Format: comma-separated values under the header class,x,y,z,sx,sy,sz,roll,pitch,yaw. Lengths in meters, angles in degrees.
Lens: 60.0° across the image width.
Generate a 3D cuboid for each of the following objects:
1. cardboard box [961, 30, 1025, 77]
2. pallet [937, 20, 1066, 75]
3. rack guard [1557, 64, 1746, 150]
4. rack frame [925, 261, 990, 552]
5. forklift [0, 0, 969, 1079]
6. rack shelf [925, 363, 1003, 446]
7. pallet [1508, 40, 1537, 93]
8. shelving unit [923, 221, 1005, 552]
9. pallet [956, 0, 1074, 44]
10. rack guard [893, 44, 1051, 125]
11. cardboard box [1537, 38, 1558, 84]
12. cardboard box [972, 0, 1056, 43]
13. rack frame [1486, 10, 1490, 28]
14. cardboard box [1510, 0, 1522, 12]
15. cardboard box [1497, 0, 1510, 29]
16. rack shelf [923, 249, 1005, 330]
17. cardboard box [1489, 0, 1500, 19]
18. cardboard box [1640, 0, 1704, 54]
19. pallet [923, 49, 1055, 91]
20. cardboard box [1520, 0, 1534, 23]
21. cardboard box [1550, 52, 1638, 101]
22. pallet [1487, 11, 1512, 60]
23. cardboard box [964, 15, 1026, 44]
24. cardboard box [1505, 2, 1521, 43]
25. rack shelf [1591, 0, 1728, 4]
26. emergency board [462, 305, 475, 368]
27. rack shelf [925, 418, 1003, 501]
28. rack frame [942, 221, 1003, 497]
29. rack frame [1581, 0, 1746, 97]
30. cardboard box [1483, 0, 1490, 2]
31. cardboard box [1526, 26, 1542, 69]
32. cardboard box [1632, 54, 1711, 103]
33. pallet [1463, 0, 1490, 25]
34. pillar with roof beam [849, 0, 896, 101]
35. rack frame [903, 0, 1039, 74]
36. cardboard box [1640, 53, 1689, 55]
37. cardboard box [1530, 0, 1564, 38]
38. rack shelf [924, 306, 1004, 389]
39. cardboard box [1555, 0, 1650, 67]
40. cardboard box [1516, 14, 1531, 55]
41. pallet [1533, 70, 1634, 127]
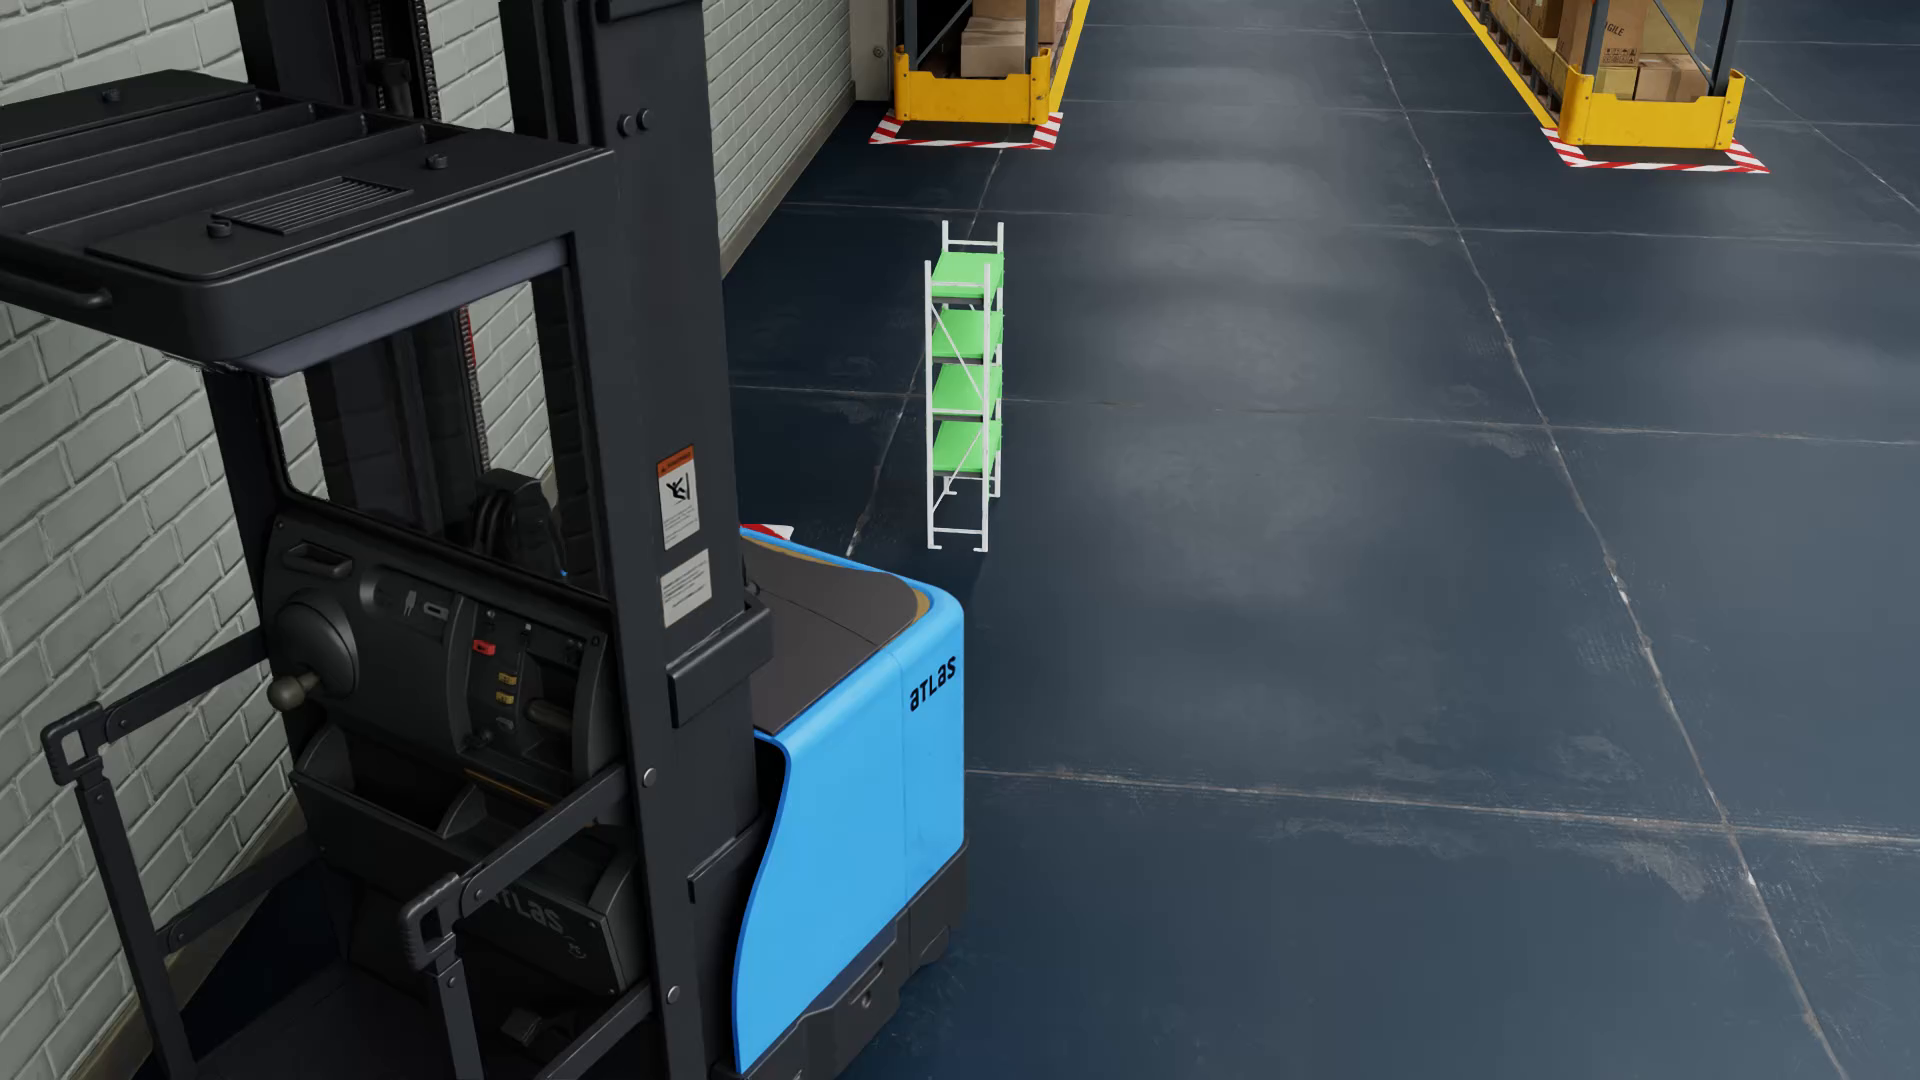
class,x,y,z,sx,sy,sz,roll,pitch,yaw
cardboard box,0.256,-3.870,13.141,0.500,0.311,0.500,0,28,0
pallet,0.378,-4.300,14.510,1.003,0.211,1.213,3,28,6
rack guard,4.996,-3.141,12.054,1.175,0.500,0.348,3,28,6
rack frame,-0.010,-0.491,6.397,0.240,1.200,0.015,3,28,6
forklift,-1.174,0.267,3.163,1.130,2.935,3.031,16,32,27
rack shelf,0.020,-0.550,6.640,0.258,0.148,0.480,3,28,6
pallet,5.203,-3.961,13.879,1.003,0.211,1.213,3,28,6
shelving unit,0.020,-0.606,6.610,0.258,1.200,0.503,3,28,6
pallet,0.525,-4.876,15.579,1.003,0.211,1.213,3,28,6
rack guard,0.091,-3.474,12.672,1.175,0.500,0.348,3,28,6
cardboard box,4.821,-3.733,12.973,0.500,0.250,0.500,3,28,6
cardboard box,0.466,-4.564,14.230,0.700,0.500,0.500,2,28,3
rack frame,5.489,-6.136,14.977,1.000,3.000,0.127,3,28,6
cardboard box,4.999,-4.770,14.106,0.500,0.500,0.500,3,28,6
cardboard box,5.065,-4.675,14.720,0.500,0.250,0.500,3,28,6
rack shelf,0.020,-0.972,6.413,0.258,0.148,0.480,3,28,6
cardboard box,5.131,-4.910,15.157,0.500,0.250,0.500,3,28,6
cardboard box,5.345,-4.033,12.738,0.500,0.500,0.500,3,28,6
pallet,0.226,-3.728,13.447,1.003,0.211,1.213,3,28,6
cardboard box,4.940,-4.534,13.669,0.500,0.500,0.500,3,28,6
cardboard box,4.771,-3.497,12.535,0.500,0.250,0.500,3,28,6
pallet,5.350,-4.536,14.948,1.003,0.211,1.213,3,28,6
cardboard box,0.326,-4.138,13.639,0.500,0.311,0.500,6,29,10
cardboard box,4.999,-4.439,14.284,0.500,0.250,0.500,3,28,6
rack shelf,5.244,-4.878,13.400,1.077,0.370,4.000,3,28,6
emergency board,-1.766,-0.934,5.320,0.194,1.169,0.643,3,28,6
rack shelf,0.020,-0.339,6.754,0.258,0.148,0.480,3,28,6
rack frame,0.050,-0.721,6.823,0.240,1.200,0.015,3,28,6
rack frame,4.999,-4.253,11.482,1.000,3.000,0.127,3,28,6
cardboard box,5.252,-5.322,15.923,0.500,0.250,0.500,3,28,6
cardboard box,4.880,-3.969,13.410,0.500,0.250,0.500,3,28,6
cardboard box,5.285,-3.467,12.479,0.500,0.250,0.500,3,28,6
pallet,5.541,-5.257,16.286,1.003,0.211,1.213,3,28,6
pillar with roof beam,3.582,-7.310,10.831,9.100,9.000,0.400,3,28,6
rack frame,0.082,-4.539,12.013,1.000,3.000,0.127,3,28,6
cardboard box,5.343,-3.702,12.916,0.500,0.250,0.500,3,28,6
cardboard box,4.877,-4.299,13.232,0.500,0.500,0.500,3,28,6
rack shelf,0.020,-0.761,6.527,0.258,0.148,0.480,3,28,6
cardboard box,4.769,-3.827,12.357,0.500,0.500,0.500,3,28,6
cardboard box,4.943,-4.204,13.847,0.500,0.250,0.500,3,28,6
pallet,5.051,-3.388,12.816,1.003,0.211,1.213,3,28,6
